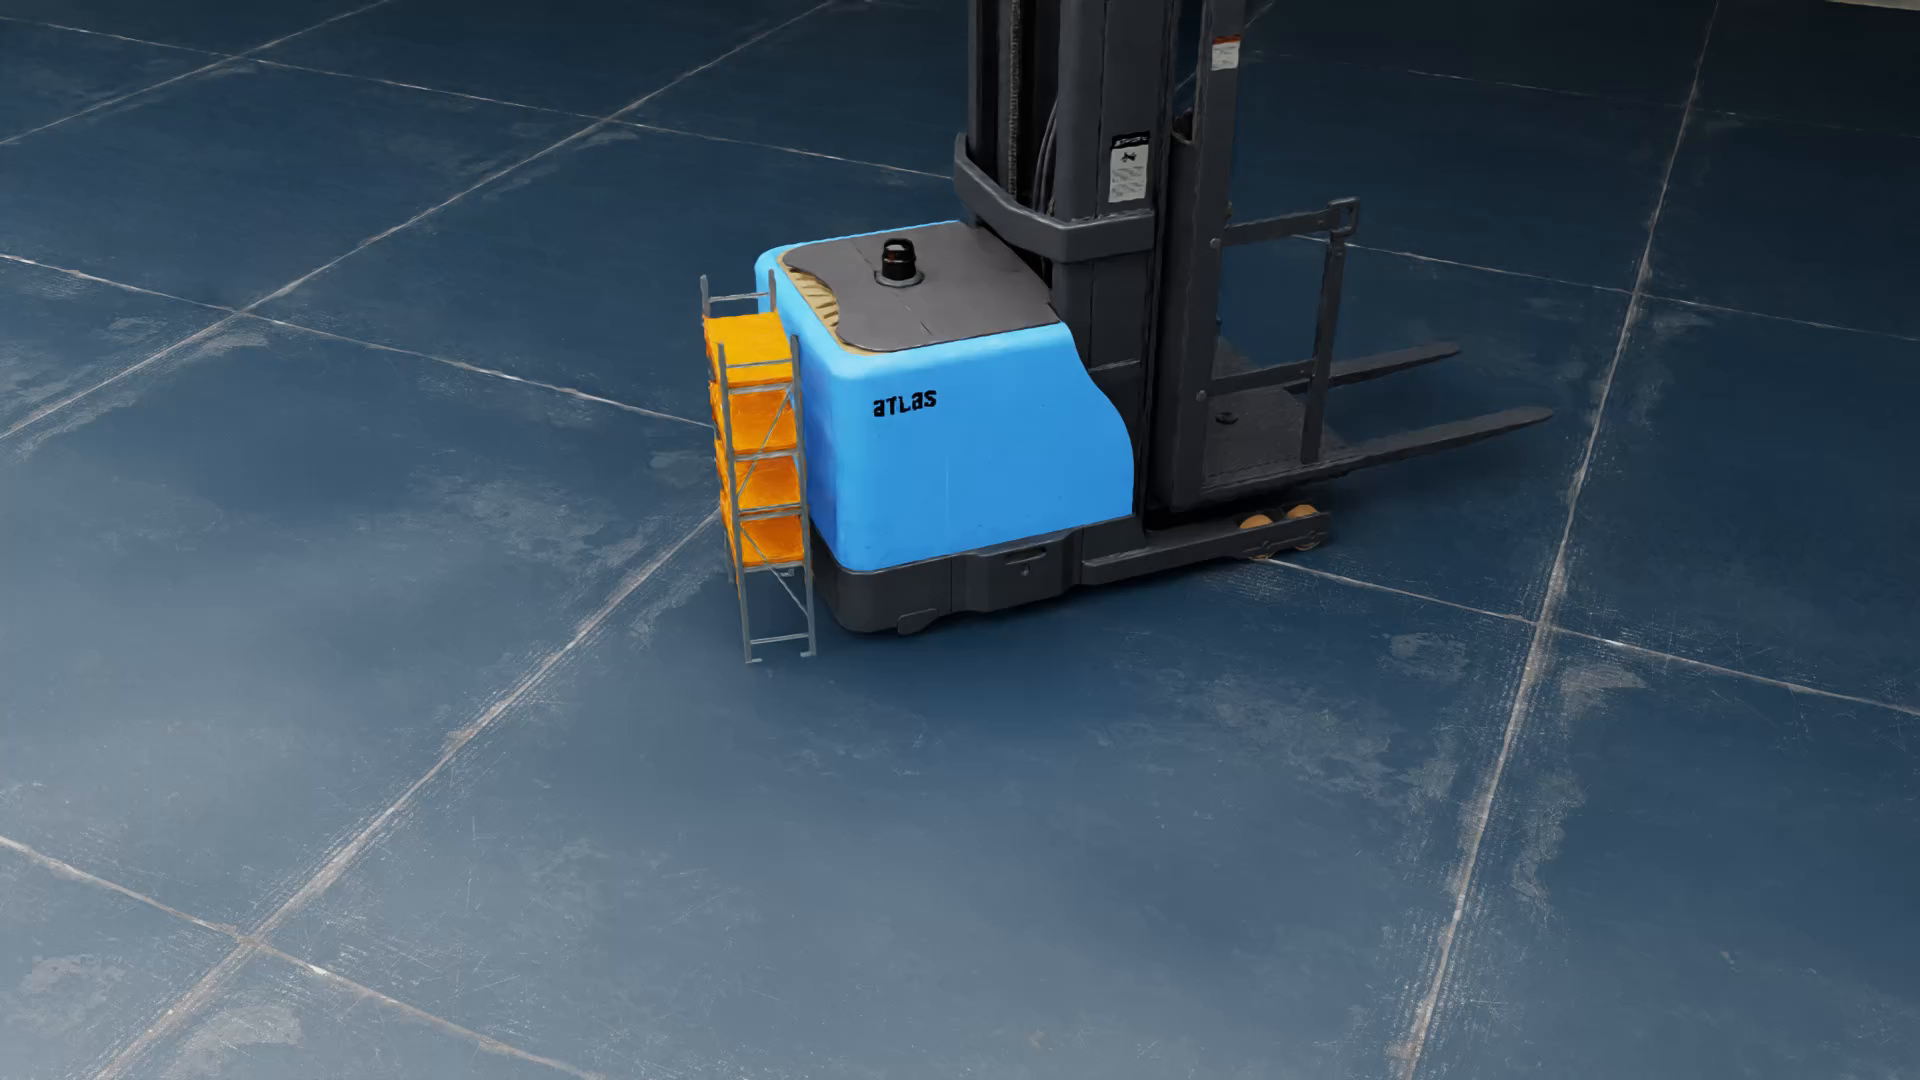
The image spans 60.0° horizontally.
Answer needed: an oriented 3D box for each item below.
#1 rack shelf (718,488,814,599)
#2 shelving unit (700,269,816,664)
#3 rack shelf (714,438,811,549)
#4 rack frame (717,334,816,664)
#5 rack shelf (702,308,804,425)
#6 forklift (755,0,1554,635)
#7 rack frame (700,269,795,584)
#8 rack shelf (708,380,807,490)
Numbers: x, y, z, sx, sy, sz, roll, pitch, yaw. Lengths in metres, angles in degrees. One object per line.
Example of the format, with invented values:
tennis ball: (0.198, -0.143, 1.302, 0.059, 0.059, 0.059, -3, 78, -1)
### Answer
rack shelf: (-0.663, -0.009, 5.654, 0.258, 0.148, 0.480, -7, 34, -11)
shelving unit: (-0.663, -0.231, 5.508, 0.258, 1.200, 0.503, -7, 34, -11)
rack shelf: (-0.663, -0.175, 5.545, 0.258, 0.148, 0.480, -7, 34, -11)
rack frame: (-0.607, -0.101, 5.309, 0.240, 1.200, 0.015, -7, 34, -11)
rack shelf: (-0.663, -0.560, 5.293, 0.258, 0.148, 0.480, -7, 34, -11)
forklift: (0.835, -1.406, 5.721, 3.031, 2.935, 1.130, -12, 35, -18)
rack frame: (-0.719, -0.361, 5.707, 0.240, 1.200, 0.015, -7, 34, -11)
rack shelf: (-0.663, -0.362, 5.422, 0.258, 0.148, 0.480, -7, 34, -11)
